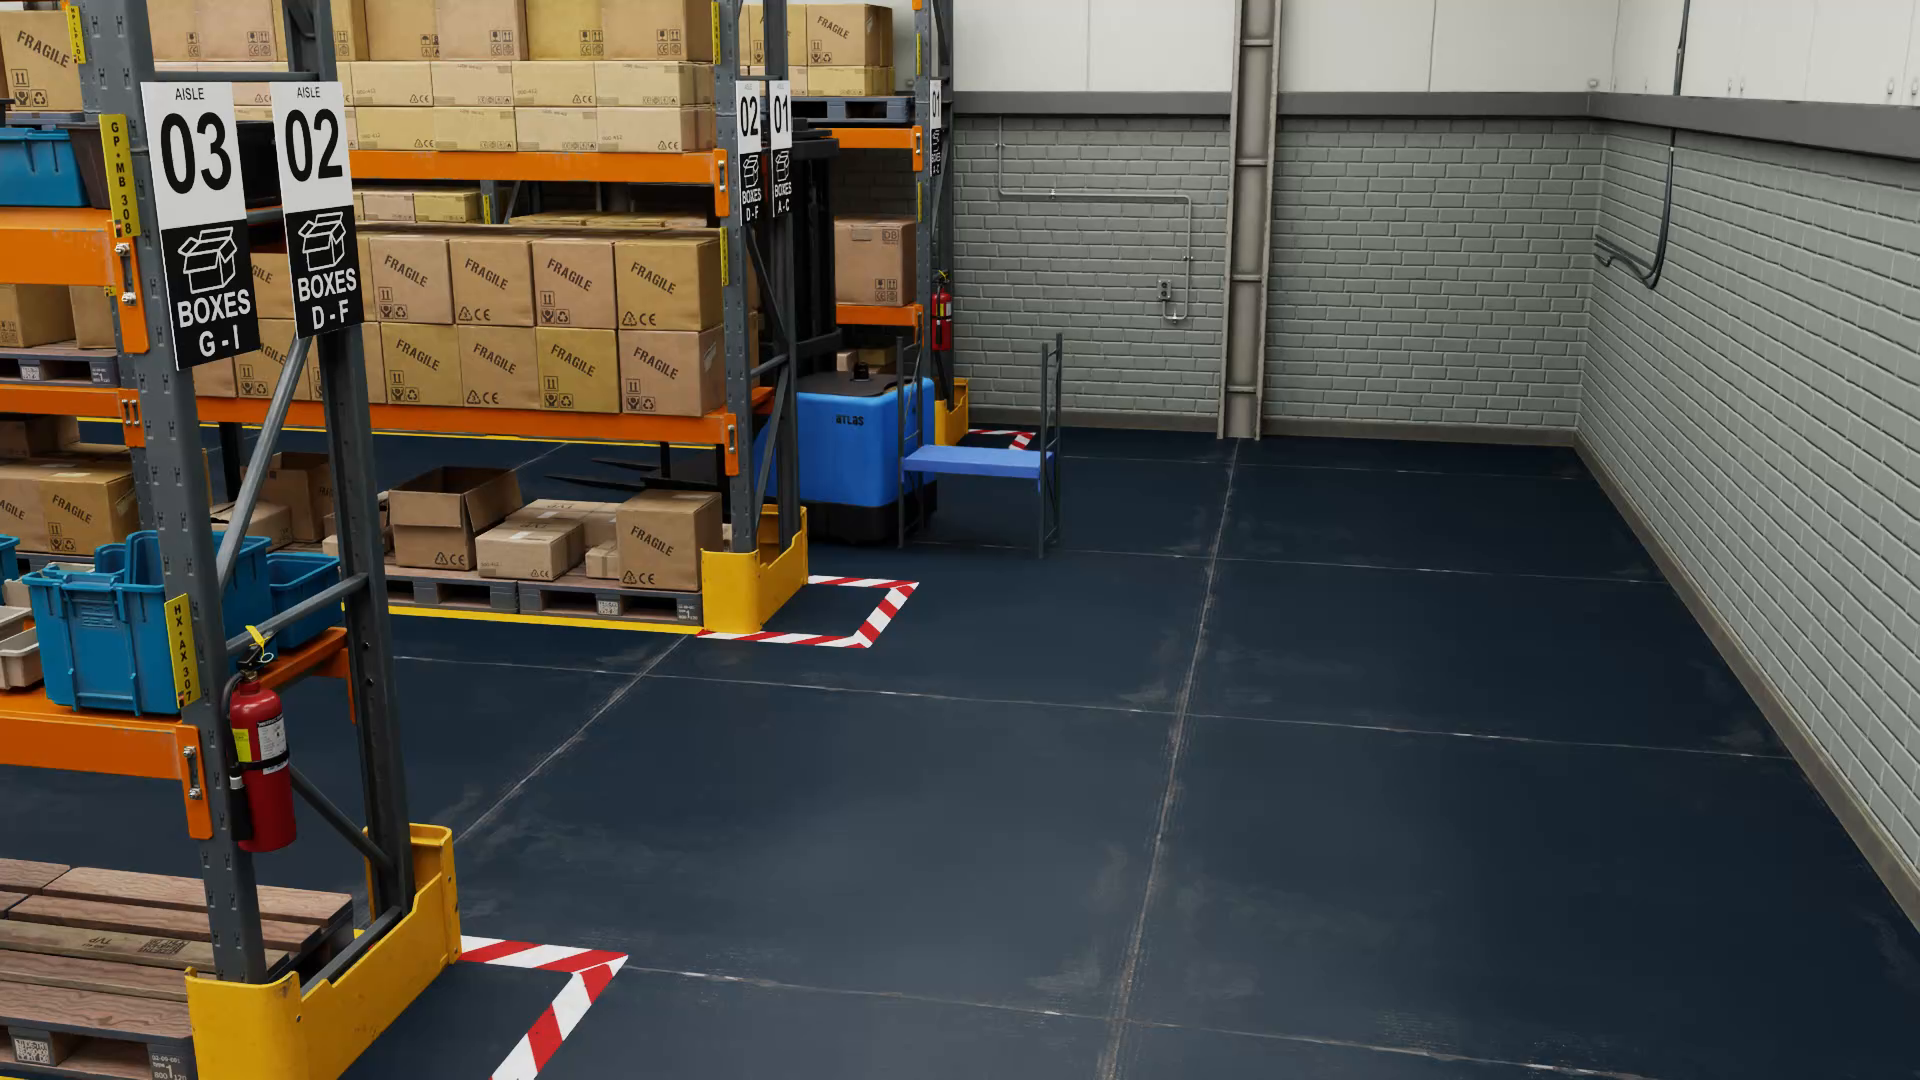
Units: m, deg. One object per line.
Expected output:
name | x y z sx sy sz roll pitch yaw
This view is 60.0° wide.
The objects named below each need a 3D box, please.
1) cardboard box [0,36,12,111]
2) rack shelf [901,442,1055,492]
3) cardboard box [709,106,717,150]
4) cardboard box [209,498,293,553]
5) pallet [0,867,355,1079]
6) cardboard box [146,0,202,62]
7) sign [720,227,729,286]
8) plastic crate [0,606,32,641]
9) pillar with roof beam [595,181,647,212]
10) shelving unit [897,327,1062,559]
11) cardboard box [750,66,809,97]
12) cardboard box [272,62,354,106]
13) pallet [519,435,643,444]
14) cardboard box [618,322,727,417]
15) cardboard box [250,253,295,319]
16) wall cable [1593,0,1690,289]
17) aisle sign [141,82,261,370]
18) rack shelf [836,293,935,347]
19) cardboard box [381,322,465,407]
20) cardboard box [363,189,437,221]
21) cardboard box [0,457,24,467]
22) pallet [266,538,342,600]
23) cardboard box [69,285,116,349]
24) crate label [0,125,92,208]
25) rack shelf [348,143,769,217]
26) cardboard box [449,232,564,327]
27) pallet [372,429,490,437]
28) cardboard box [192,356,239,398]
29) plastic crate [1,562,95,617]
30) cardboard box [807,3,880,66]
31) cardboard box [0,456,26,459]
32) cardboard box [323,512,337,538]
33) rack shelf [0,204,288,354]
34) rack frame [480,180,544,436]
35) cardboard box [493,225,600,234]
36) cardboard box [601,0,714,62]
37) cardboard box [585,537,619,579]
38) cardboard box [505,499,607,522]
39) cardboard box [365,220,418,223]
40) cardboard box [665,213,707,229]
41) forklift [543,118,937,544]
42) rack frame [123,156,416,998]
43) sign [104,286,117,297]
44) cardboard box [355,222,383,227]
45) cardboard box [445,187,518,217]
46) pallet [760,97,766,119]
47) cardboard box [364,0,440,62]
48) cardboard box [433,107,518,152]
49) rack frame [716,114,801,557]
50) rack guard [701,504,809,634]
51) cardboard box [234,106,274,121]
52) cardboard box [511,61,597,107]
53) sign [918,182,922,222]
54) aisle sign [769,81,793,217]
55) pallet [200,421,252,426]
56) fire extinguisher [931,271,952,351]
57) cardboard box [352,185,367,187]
cardboard box | -6.258 -3.068 10.668 0.600 0.600 0.600 3 16 10
rack shelf | 0.140 -0.517 11.721 1.000 0.185 0.538 4 16 15
cardboard box | -1.653 -2.502 10.068 0.500 0.250 0.500 3 16 11
cardboard box | -4.751 -0.085 10.893 0.500 0.311 0.500 3 16 11
pallet | -2.991 1.550 6.000 1.213 0.211 1.003 3 16 11
cardboard box | -4.636 -3.208 10.273 0.500 0.500 0.700 3 16 11
sign | -1.330 -1.601 9.393 0.005 0.325 0.100 3 16 11
plastic crate | -3.307 0.343 5.515 0.243 0.136 0.396 3 16 11
pillar with roof beam | -4.136 -4.498 11.373 0.400 9.000 9.100 3 16 11
shelving unit | 0.140 -0.690 11.673 1.048 1.500 0.538 4 16 15
cardboard box | -1.497 -3.952 14.327 0.500 0.250 0.500 3 16 9
cardboard box | -3.715 -2.715 9.901 0.500 0.250 0.500 3 16 11
pallet | -3.407 -1.139 15.709 1.213 0.211 1.003 3 16 11
cardboard box | -1.693 -1.036 9.925 0.500 0.500 0.500 4 16 13
cardboard box | -4.208 -1.652 10.276 0.500 0.500 0.500 3 16 9
wall cable | 5.255 -3.331 12.978 0.112 2.526 3.097 3 16 11
aisle sign | -2.178 -0.912 4.795 0.004 0.787 0.394 3 16 11
rack shelf | -2.176 -2.091 15.269 4.000 0.370 1.077 3 16 11
cardboard box | -3.184 -1.117 10.219 0.500 0.500 0.500 3 16 10
cardboard box | -5.144 -3.094 15.356 0.500 0.250 0.500 3 16 12
cardboard box | -6.634 -0.262 11.176 0.500 0.500 0.500 3 16 12
pallet | -4.447 0.133 11.117 1.213 0.211 1.003 3 16 11
cardboard box | -5.539 -1.582 11.111 0.500 0.500 0.700 -2 16 -8
crate label | -3.030 -1.247 5.534 0.502 0.251 0.408 3 16 11
rack shelf | -3.160 -2.240 10.189 4.000 0.370 1.077 3 16 11
cardboard box | -2.695 -1.570 9.980 0.500 0.500 0.500 4 16 13
pallet | -4.907 -1.221 16.006 1.213 0.211 1.003 3 16 11
cardboard box | -4.674 -1.198 10.509 0.500 0.500 0.500 4 16 13
plastic crate | -3.330 0.185 6.088 0.298 0.136 0.250 3 16 11
cardboard box | -0.988 -4.284 14.121 0.500 0.500 0.500 3 16 11
cardboard box | -6.558 -0.399 11.671 0.500 0.500 0.500 3 16 12
cardboard box | -4.125 -0.126 11.343 0.250 0.149 0.380 3 16 11
rack shelf | -4.150 -0.945 5.512 4.000 0.370 1.077 3 16 11
rack frame | -4.136 -2.544 15.557 0.127 3.000 1.000 3 16 11
cardboard box | -2.585 -1.711 10.491 0.500 0.500 0.500 3 16 12
cardboard box | -1.707 -3.034 9.646 0.500 0.500 0.700 3 16 11
cardboard box | -2.161 0.109 10.464 0.250 0.166 0.380 3 16 11
cardboard box | -2.656 -0.078 10.982 0.500 0.250 0.500 3 16 11
cardboard box | -5.141 -2.728 15.440 0.500 0.500 0.500 3 16 12
cardboard box | -2.179 -2.579 15.121 0.700 0.700 0.980 2 16 8
forklift | -1.736 -1.623 12.359 3.031 2.935 1.130 7 17 23
rack frame | -2.191 0.261 5.432 0.127 3.000 1.000 3 16 11
sign | -5.227 -1.660 10.198 0.005 0.325 0.100 3 16 11
cardboard box | -4.070 -1.792 10.783 0.500 0.500 0.500 3 16 10
cardboard box | -4.535 -3.199 15.735 0.500 0.250 0.500 4 16 13
pallet | -2.145 -3.835 14.765 1.213 0.211 1.003 3 16 11
cardboard box | -3.162 -3.132 10.001 0.500 0.500 0.700 3 16 11
cardboard box | -2.736 -2.419 9.769 0.500 0.250 0.500 3 16 11
rack frame | -1.200 -1.035 10.110 0.127 3.000 1.000 3 16 11
rack guard | -1.274 0.166 10.458 0.348 0.500 1.175 3 16 11
cardboard box | -4.203 -2.503 10.070 0.500 0.250 0.500 3 16 11
cardboard box | -2.244 -2.636 9.616 0.500 0.250 0.500 3 16 11
sign | -0.338 -2.862 14.093 0.005 0.325 0.100 3 16 11
aisle sign | -1.074 -2.361 10.027 0.004 0.787 0.394 3 16 11
pallet | -7.298 -1.351 16.475 1.213 0.211 1.003 3 16 11
fire extinguisher | -0.161 -1.985 14.384 0.183 0.674 0.296 3 16 11
cardboard box | -6.052 -3.279 16.025 0.500 0.250 0.500 3 16 10
